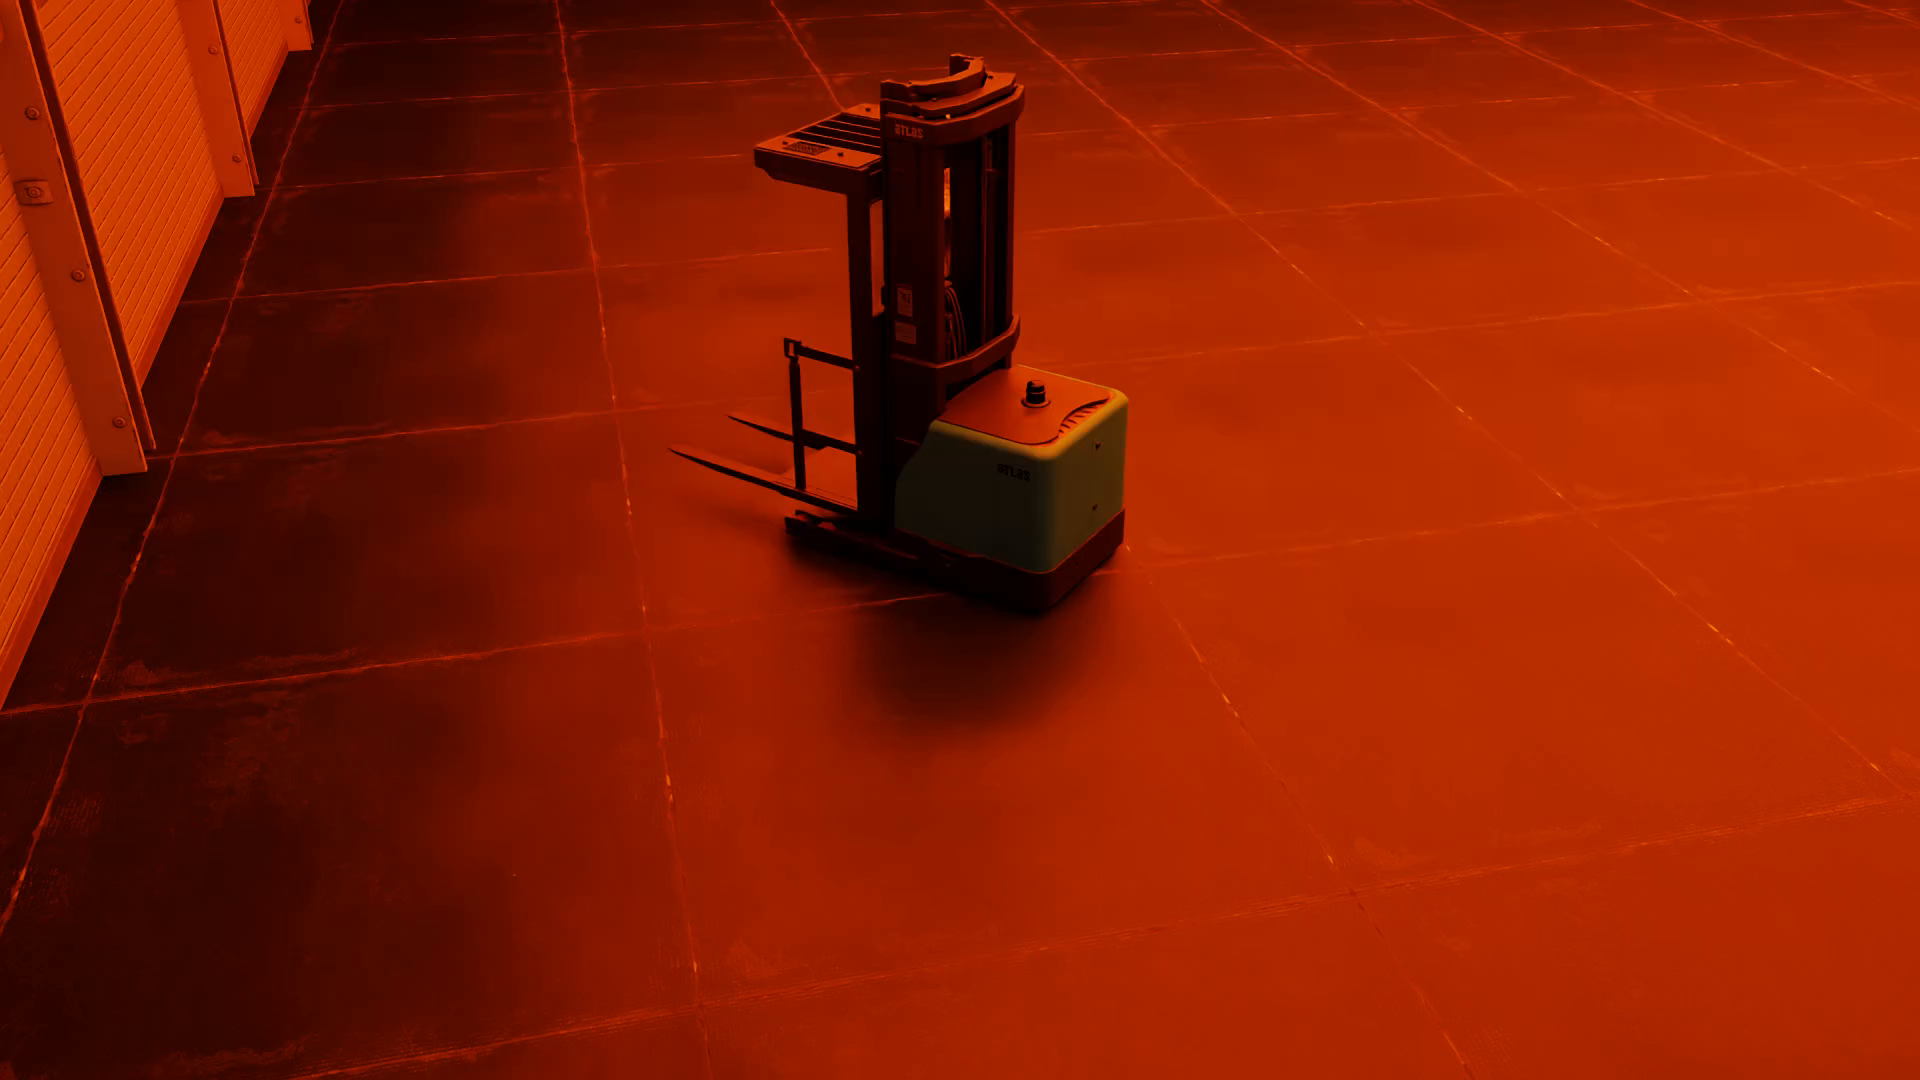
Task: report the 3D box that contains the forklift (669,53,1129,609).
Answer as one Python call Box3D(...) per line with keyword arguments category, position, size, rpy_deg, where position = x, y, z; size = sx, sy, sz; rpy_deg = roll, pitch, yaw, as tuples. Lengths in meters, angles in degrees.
Box3D(category="forklift", position=(-0.498, -1.419, 10.025), size=(3.031, 2.935, 1.130), rpy_deg=(18, 35, 28))

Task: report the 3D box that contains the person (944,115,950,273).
Box3D(category="person", position=(-0.179, -2.684, 13.558), size=(0.560, 1.719, 0.507), rpy_deg=(-11, 32, -19))
